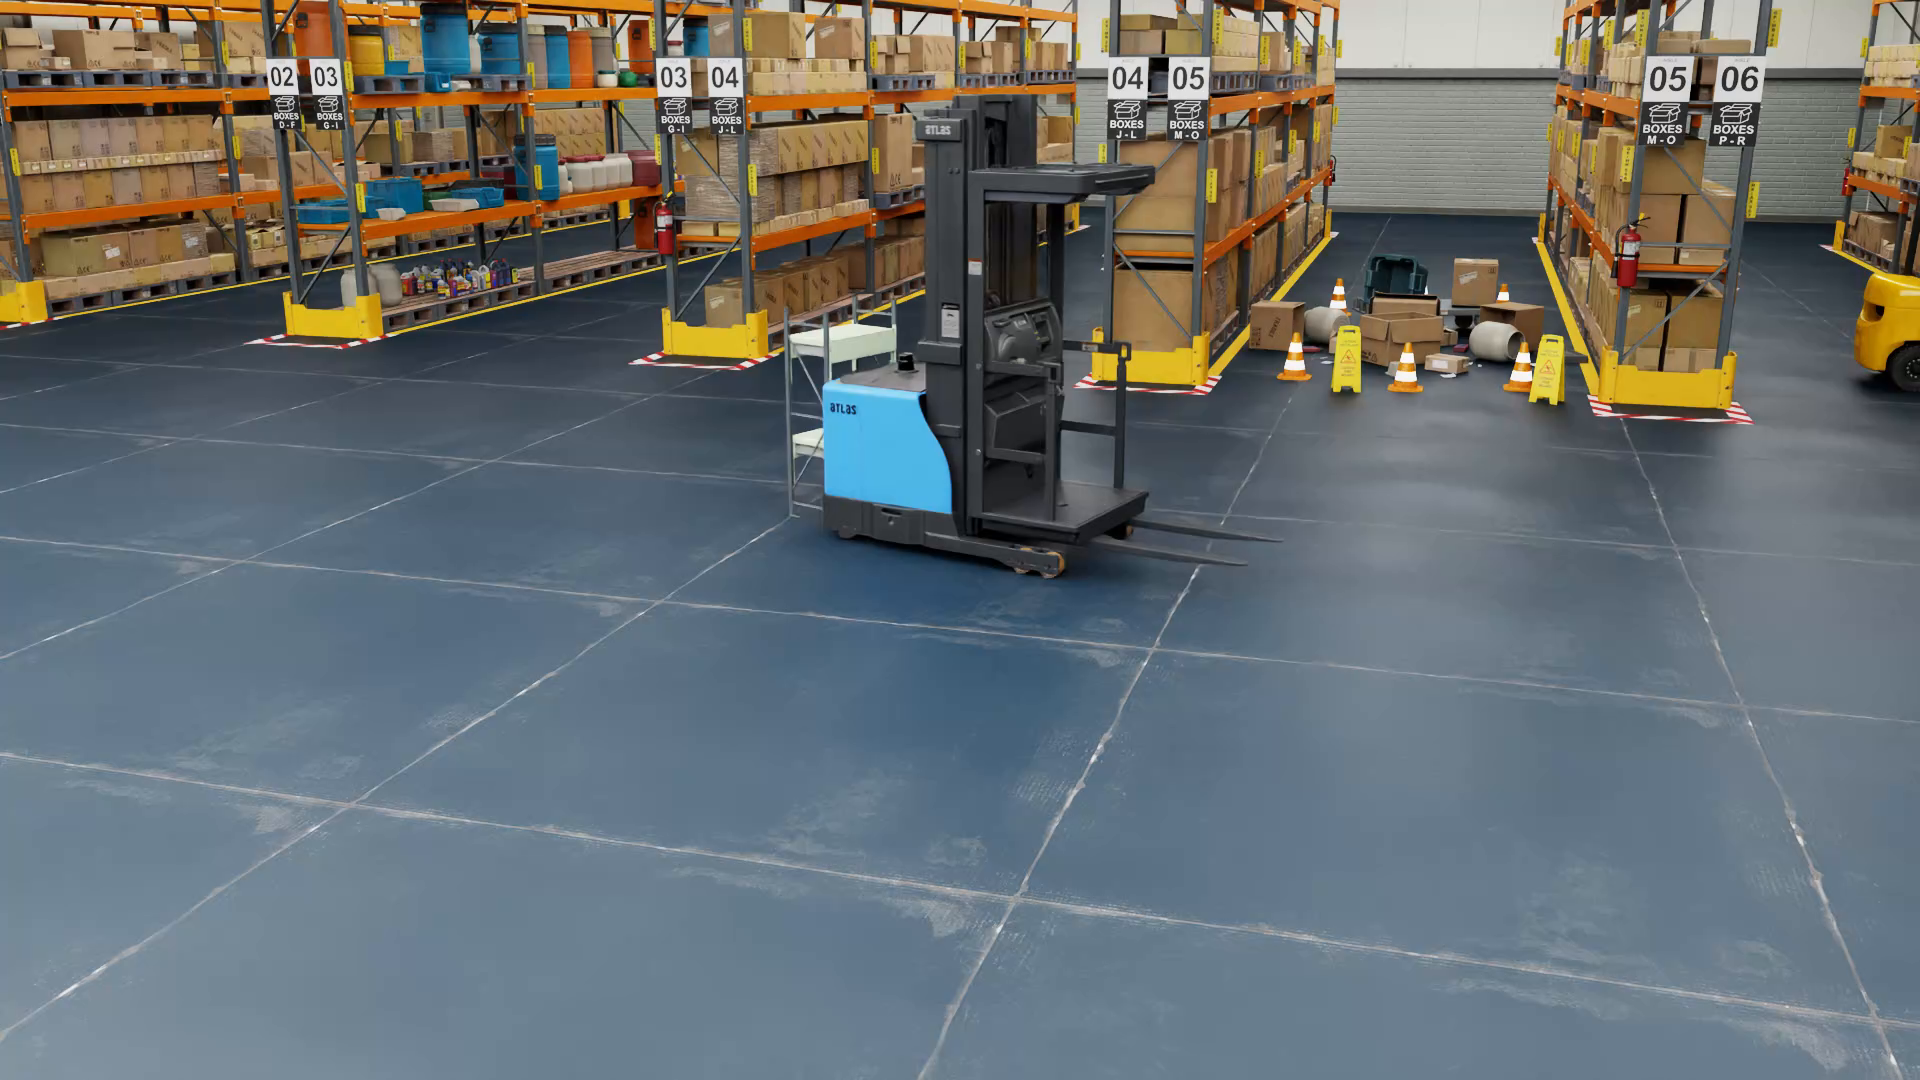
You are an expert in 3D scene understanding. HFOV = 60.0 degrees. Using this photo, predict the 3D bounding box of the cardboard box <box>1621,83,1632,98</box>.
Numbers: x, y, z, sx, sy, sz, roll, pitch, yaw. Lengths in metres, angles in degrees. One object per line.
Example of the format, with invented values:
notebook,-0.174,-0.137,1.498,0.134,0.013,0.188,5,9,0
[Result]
cardboard box,6.964,-4.588,16.971,0.380,0.149,0.250,4,16,15

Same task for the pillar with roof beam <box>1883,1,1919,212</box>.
pillar with roof beam,13.547,-10.403,31.515,9.100,9.000,0.400,5,16,16

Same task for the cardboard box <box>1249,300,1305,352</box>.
cardboard box,3.642,-2.462,19.089,0.500,0.500,0.500,8,18,25

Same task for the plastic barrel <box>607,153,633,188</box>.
plastic barrel,-5.327,-5.759,25.931,0.421,0.512,0.421,0,16,0

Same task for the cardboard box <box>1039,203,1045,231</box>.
cardboard box,1.166,-6.235,30.939,0.875,0.875,0.875,5,16,16

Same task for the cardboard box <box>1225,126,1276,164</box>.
cardboard box,4.099,-5.608,23.589,0.700,0.500,0.500,5,16,16

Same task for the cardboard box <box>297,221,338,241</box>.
cardboard box,-10.333,-4.970,26.595,0.500,0.311,0.500,5,17,17

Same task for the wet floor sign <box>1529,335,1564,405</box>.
wet floor sign,5.657,-1.646,15.950,0.267,0.644,0.232,11,19,35

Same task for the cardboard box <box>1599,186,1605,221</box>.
cardboard box,7.361,-3.756,18.347,0.500,0.500,0.500,5,16,16

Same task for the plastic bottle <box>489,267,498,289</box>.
plastic bottle,-6.344,-3.562,22.563,0.061,0.283,0.133,6,17,20

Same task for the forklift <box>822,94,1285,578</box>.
forklift,0.591,-1.336,10.667,3.031,2.935,1.130,9,18,30

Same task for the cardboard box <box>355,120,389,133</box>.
cardboard box,-12.796,-8.671,35.853,0.980,0.700,0.700,4,16,15

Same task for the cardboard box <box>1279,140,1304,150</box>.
cardboard box,5.446,-6.489,27.312,0.380,0.149,0.250,5,17,18

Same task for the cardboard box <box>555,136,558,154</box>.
cardboard box,-8.302,-7.717,32.856,0.500,0.500,0.500,5,17,17

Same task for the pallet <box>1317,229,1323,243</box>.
pallet,6.223,-5.717,31.100,1.003,0.211,1.213,5,16,16

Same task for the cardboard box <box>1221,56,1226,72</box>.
cardboard box,2.511,-4.872,17.020,0.380,0.149,0.250,5,16,16

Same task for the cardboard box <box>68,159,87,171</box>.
cardboard box,-11.725,-4.929,21.839,0.380,0.149,0.250,4,16,15

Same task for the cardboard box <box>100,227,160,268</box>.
cardboard box,-11.467,-4.038,22.965,0.500,0.500,0.500,5,16,16

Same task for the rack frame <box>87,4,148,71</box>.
rack frame,-14.738,-9.645,28.844,1.000,3.000,0.127,5,16,16

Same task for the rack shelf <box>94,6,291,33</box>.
rack shelf,-14.170,-9.630,30.841,1.077,0.370,4.000,5,16,16

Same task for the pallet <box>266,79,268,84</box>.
pallet,-13.815,-8.913,32.110,0.805,0.209,1.217,4,16,14

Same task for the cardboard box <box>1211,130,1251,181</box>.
cardboard box,2.916,-4.494,19.423,0.875,0.550,0.550,5,16,16

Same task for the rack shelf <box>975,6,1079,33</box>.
rack shelf,1.214,-9.524,30.468,1.077,0.370,4.000,5,16,16

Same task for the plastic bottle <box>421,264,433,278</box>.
plastic bottle,-7.178,-3.542,22.368,0.144,0.351,0.185,4,16,15

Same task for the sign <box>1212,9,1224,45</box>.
sign,2.493,-4.960,16.075,0.100,0.325,0.005,5,16,16

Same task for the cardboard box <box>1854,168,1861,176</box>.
cardboard box,15.688,-6.362,28.722,0.380,0.149,0.250,4,16,15

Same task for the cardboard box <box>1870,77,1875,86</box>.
cardboard box,15.730,-7.804,28.310,0.380,0.149,0.250,5,17,17

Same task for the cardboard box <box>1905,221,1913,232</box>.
cardboard box,14.550,-4.739,25.163,0.380,0.149,0.250,5,17,19

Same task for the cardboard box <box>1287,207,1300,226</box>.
cardboard box,5.108,-5.115,26.303,0.500,0.250,0.500,4,16,13

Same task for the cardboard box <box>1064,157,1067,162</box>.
cardboard box,1.852,-7.326,32.122,0.380,0.149,0.250,5,16,16

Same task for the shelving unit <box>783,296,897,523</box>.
shelving unit,-0.838,-0.942,11.901,0.431,1.500,0.755,12,20,35

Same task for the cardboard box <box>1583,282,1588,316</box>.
cardboard box,8.020,-2.867,19.986,0.950,0.372,0.625,5,17,17

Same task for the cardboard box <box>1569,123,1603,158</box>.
cardboard box,9.343,-5.919,24.685,0.500,0.500,0.500,4,16,15

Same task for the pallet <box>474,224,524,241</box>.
pallet,-9.046,-5.865,31.621,1.003,0.211,1.213,5,16,16

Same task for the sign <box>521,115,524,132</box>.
sign,-8.318,-7.937,31.695,0.100,0.325,0.005,5,16,16

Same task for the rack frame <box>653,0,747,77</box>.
rack frame,-2.764,-6.400,17.402,1.000,3.000,0.127,5,16,16

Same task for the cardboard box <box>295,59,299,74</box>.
cardboard box,-10.522,-7.398,25.923,0.500,0.250,0.500,3,16,11

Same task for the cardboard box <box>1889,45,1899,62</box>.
cardboard box,15.250,-7.807,26.673,0.500,0.250,0.500,5,17,17

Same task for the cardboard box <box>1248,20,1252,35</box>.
cardboard box,3.086,-5.788,18.787,0.380,0.149,0.250,5,17,17

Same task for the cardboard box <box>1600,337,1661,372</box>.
cardboard box,6.716,-1.863,16.670,0.500,0.250,0.500,5,16,16

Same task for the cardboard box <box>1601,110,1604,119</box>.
cardboard box,10.543,-6.857,26.802,0.380,0.149,0.250,5,17,17

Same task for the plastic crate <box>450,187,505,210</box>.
plastic crate,-6.431,-4.562,22.189,0.499,0.251,0.616,5,16,16

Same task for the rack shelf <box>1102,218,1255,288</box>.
rack shelf,2.531,-3.280,18.714,1.077,0.370,4.000,5,16,16

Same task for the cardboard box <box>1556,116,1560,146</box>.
cardboard box,10.455,-6.955,28.339,0.500,0.500,0.500,5,17,16

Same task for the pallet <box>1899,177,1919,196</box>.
pallet,14.576,-5.208,24.545,1.003,0.211,1.213,5,16,16

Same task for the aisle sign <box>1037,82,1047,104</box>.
aisle sign,1.515,-8.993,32.772,0.394,0.787,0.004,5,16,16

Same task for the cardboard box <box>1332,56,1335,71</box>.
cardboard box,6.622,-8.760,30.578,0.500,0.250,0.500,4,16,14

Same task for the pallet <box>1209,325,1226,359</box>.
pallet,2.463,-2.295,19.032,1.003,0.211,1.213,5,16,16

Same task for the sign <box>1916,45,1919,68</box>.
sign,14.385,-7.233,24.888,0.100,0.325,0.005,5,16,16

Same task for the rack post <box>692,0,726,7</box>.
rack post,-4.556,-9.144,27.991,0.937,0.300,0.954,7,17,22

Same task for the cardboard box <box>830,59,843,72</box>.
cardboard box,-1.649,-5.806,20.350,0.380,0.149,0.250,4,16,14

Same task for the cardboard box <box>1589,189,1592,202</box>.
cardboard box,7.955,-4.234,20.450,0.380,0.149,0.250,5,17,16

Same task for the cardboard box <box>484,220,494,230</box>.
cardboard box,-9.008,-6.020,30.832,0.500,0.500,0.500,5,17,17

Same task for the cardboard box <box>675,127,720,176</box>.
cardboard box,-2.845,-4.349,18.605,0.500,0.500,0.500,5,16,16

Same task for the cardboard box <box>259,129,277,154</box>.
cardboard box,-13.627,-7.732,32.327,0.500,0.500,0.500,5,17,16

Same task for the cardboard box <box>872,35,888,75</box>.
cardboard box,-1.399,-6.370,21.836,0.797,0.503,0.637,4,16,13
